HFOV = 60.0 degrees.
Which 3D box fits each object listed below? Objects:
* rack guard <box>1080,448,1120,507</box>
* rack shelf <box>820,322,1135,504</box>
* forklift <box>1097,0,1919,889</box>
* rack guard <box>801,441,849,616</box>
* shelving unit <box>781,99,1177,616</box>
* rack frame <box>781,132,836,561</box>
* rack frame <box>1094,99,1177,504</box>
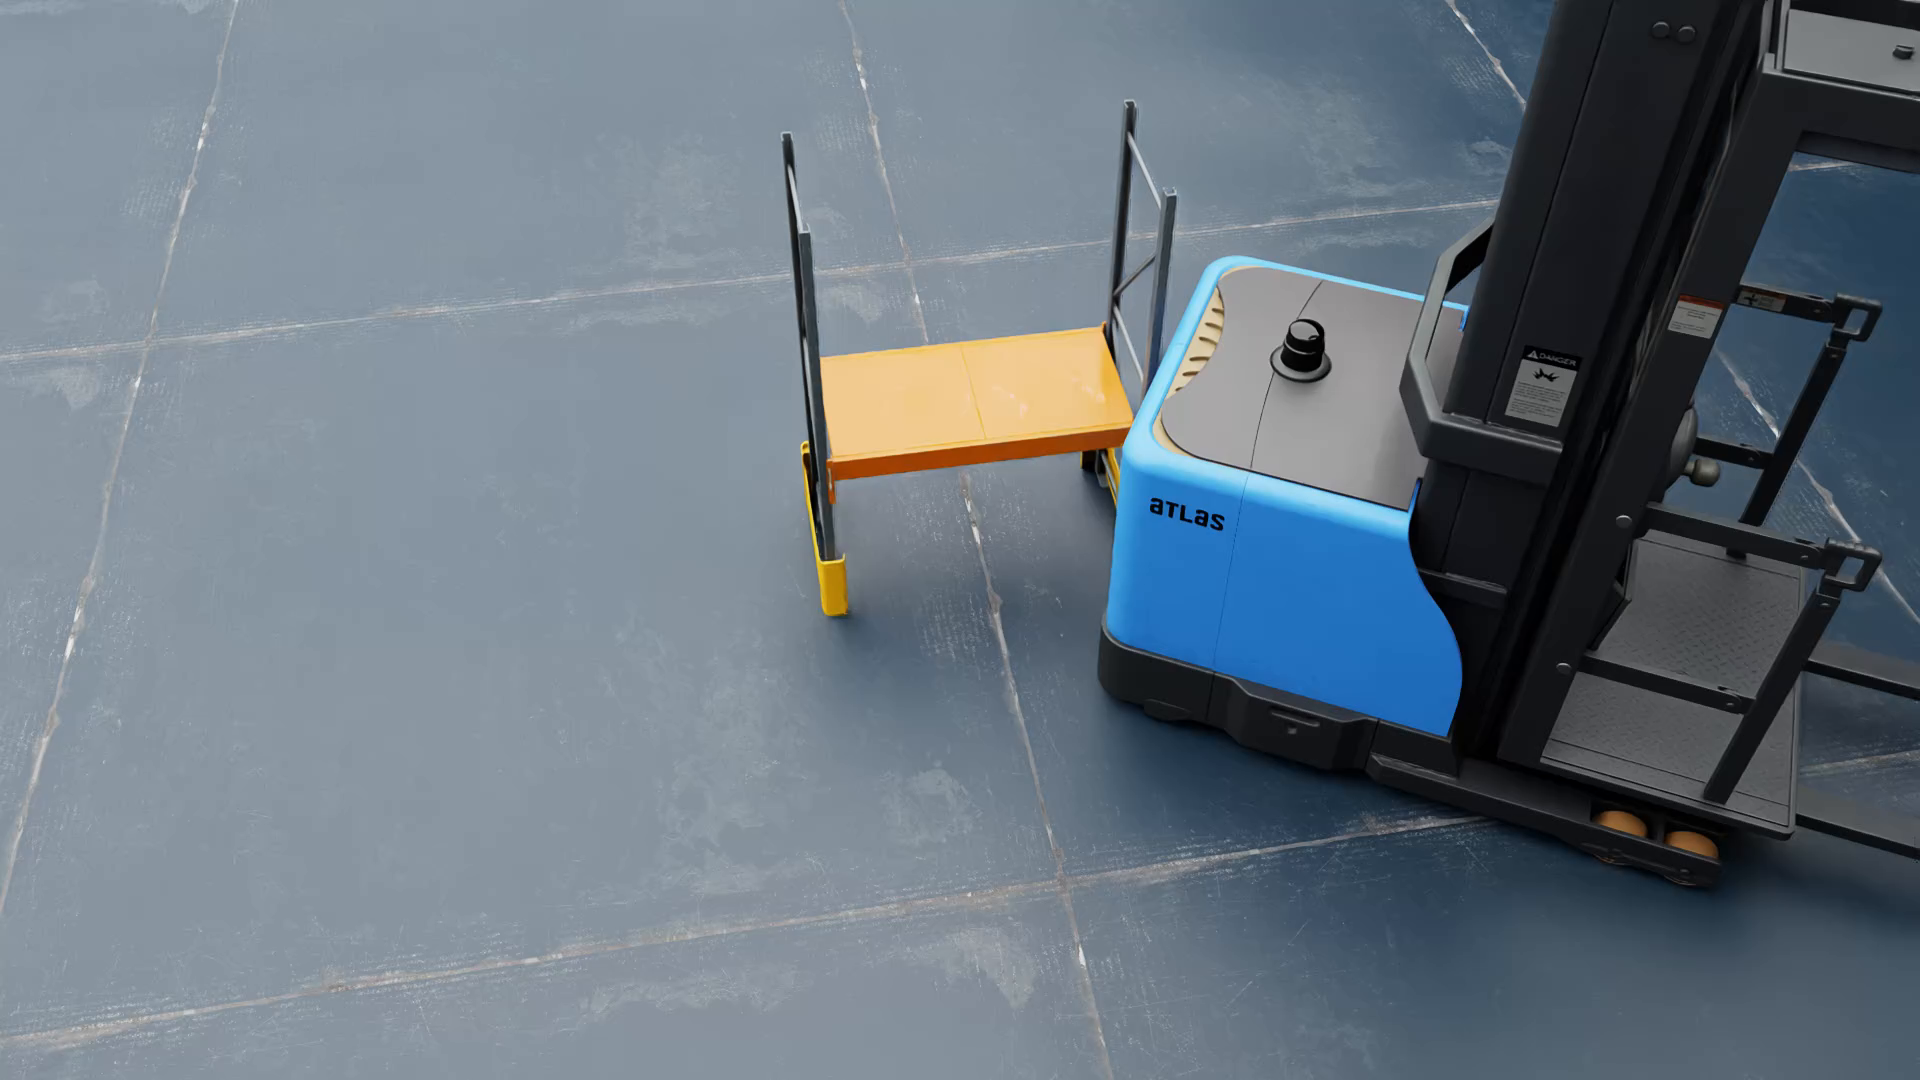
[{"bbox_3d":[0.523,-0.170,5.740,0.087,0.250,0.587,-7,46,-7],"label":"rack guard"},{"bbox_3d":[0.041,-0.418,5.361,1.000,0.185,0.538,-7,46,-7],"label":"rack shelf"},{"bbox_3d":[2.003,-0.459,4.157,3.031,2.935,1.130,16,48,14],"label":"forklift"},{"bbox_3d":[-0.458,-0.047,5.622,0.087,0.250,0.587,-7,46,-7],"label":"rack guard"},{"bbox_3d":[0.032,-0.542,5.231,1.083,1.500,0.587,-7,46,-7],"label":"shelving unit"},{"bbox_3d":[-0.460,-0.481,5.172,0.032,1.500,0.500,-7,46,-7],"label":"rack frame"},{"bbox_3d":[0.542,-0.606,5.292,0.032,1.500,0.500,-7,46,-7],"label":"rack frame"}]
